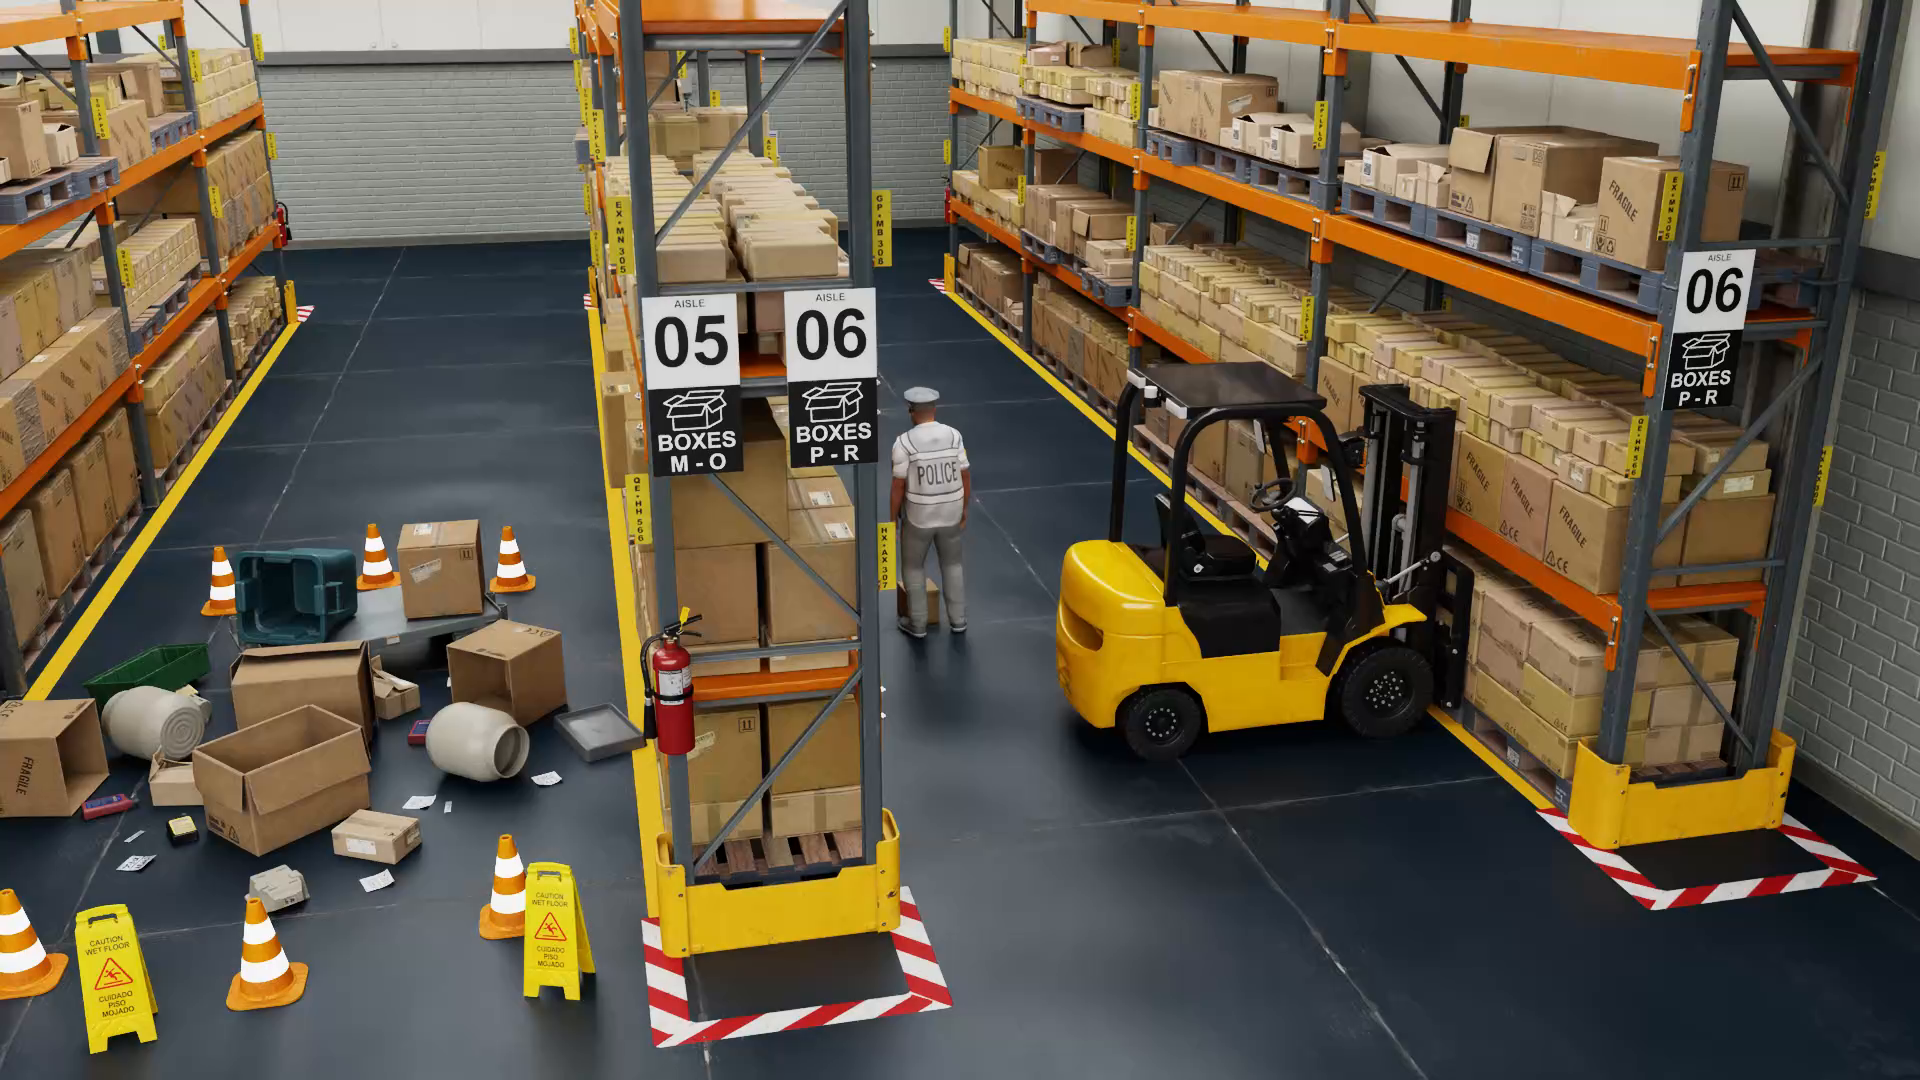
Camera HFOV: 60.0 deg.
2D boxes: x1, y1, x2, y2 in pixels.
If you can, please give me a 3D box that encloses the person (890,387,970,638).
[{"bbox_3d":[-0.200,-0.173,11.547,0.607,1.747,0.438,-7,21,-19],"label":"person"}]
